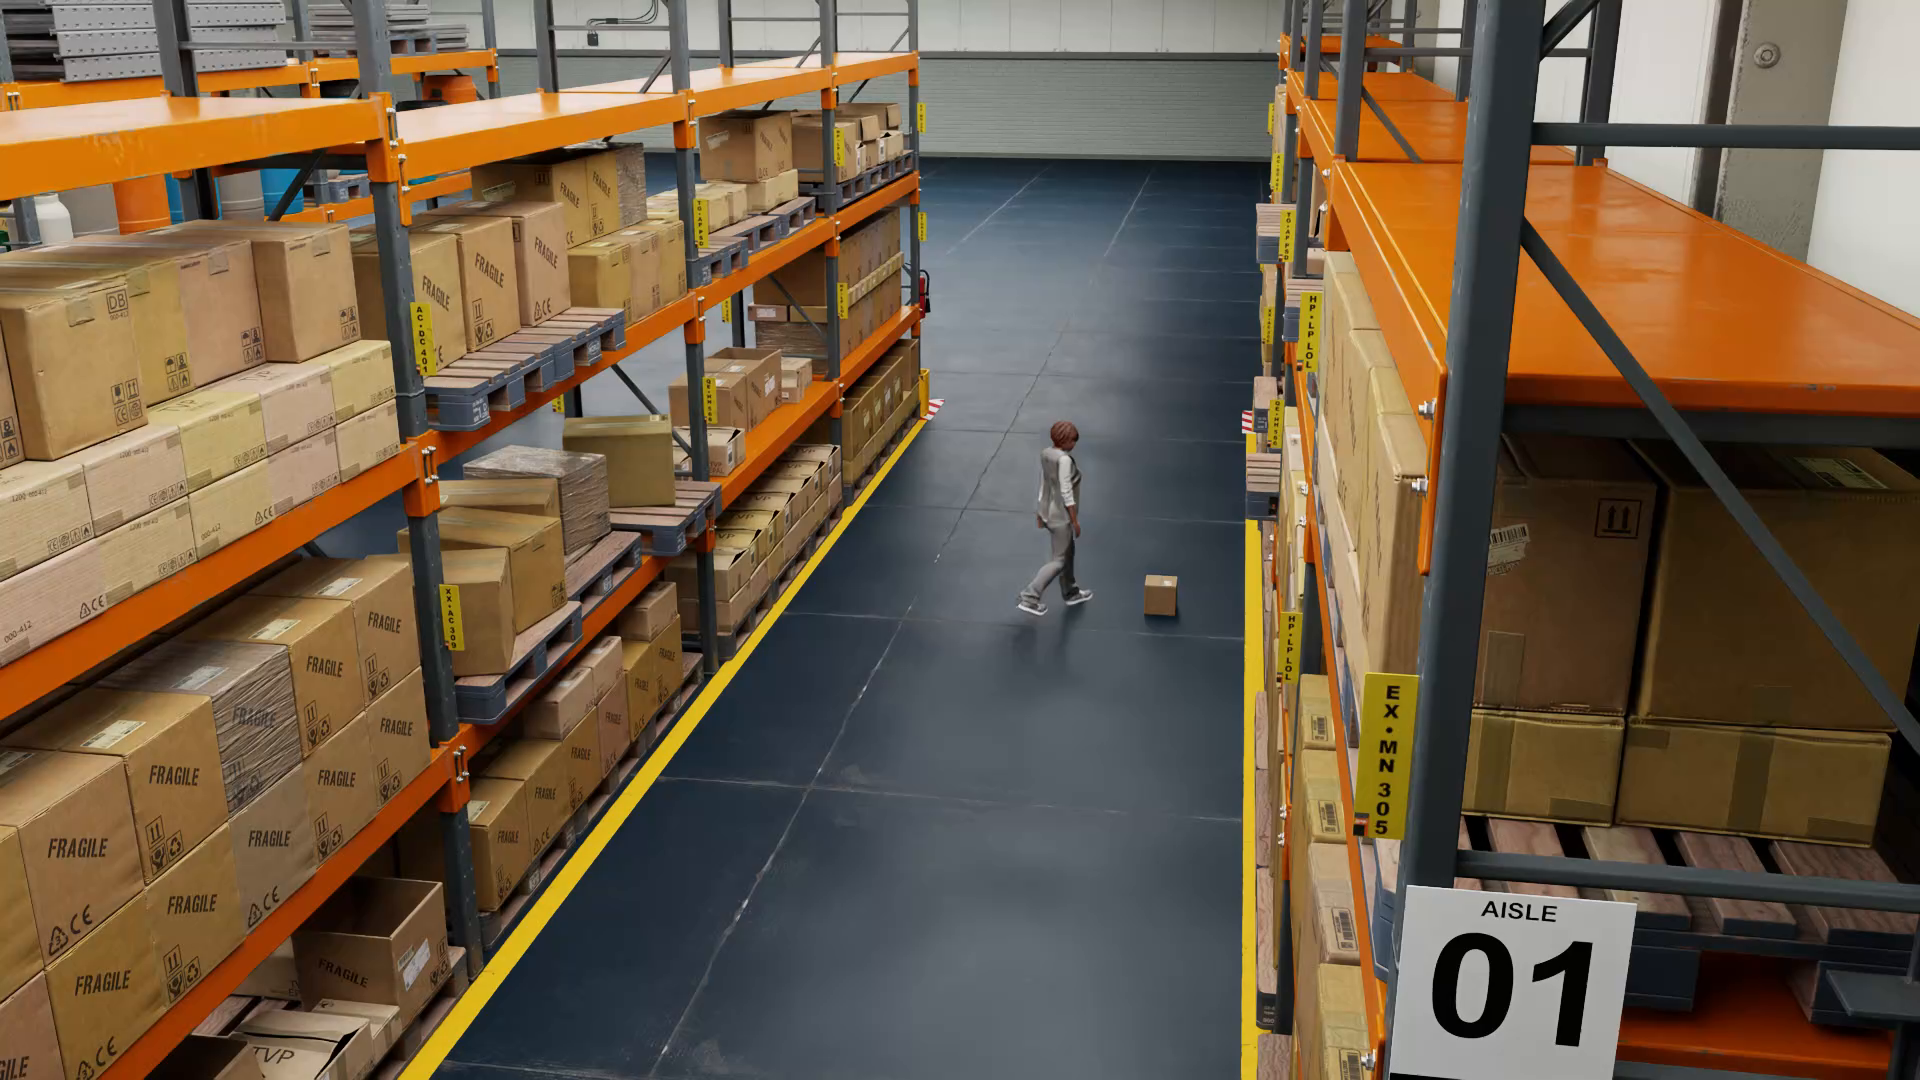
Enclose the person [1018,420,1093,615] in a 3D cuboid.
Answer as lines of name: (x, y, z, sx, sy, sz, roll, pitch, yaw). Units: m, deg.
person: (0.772, -0.176, 13.081, 0.791, 1.565, 0.441, -7, 20, -21)
